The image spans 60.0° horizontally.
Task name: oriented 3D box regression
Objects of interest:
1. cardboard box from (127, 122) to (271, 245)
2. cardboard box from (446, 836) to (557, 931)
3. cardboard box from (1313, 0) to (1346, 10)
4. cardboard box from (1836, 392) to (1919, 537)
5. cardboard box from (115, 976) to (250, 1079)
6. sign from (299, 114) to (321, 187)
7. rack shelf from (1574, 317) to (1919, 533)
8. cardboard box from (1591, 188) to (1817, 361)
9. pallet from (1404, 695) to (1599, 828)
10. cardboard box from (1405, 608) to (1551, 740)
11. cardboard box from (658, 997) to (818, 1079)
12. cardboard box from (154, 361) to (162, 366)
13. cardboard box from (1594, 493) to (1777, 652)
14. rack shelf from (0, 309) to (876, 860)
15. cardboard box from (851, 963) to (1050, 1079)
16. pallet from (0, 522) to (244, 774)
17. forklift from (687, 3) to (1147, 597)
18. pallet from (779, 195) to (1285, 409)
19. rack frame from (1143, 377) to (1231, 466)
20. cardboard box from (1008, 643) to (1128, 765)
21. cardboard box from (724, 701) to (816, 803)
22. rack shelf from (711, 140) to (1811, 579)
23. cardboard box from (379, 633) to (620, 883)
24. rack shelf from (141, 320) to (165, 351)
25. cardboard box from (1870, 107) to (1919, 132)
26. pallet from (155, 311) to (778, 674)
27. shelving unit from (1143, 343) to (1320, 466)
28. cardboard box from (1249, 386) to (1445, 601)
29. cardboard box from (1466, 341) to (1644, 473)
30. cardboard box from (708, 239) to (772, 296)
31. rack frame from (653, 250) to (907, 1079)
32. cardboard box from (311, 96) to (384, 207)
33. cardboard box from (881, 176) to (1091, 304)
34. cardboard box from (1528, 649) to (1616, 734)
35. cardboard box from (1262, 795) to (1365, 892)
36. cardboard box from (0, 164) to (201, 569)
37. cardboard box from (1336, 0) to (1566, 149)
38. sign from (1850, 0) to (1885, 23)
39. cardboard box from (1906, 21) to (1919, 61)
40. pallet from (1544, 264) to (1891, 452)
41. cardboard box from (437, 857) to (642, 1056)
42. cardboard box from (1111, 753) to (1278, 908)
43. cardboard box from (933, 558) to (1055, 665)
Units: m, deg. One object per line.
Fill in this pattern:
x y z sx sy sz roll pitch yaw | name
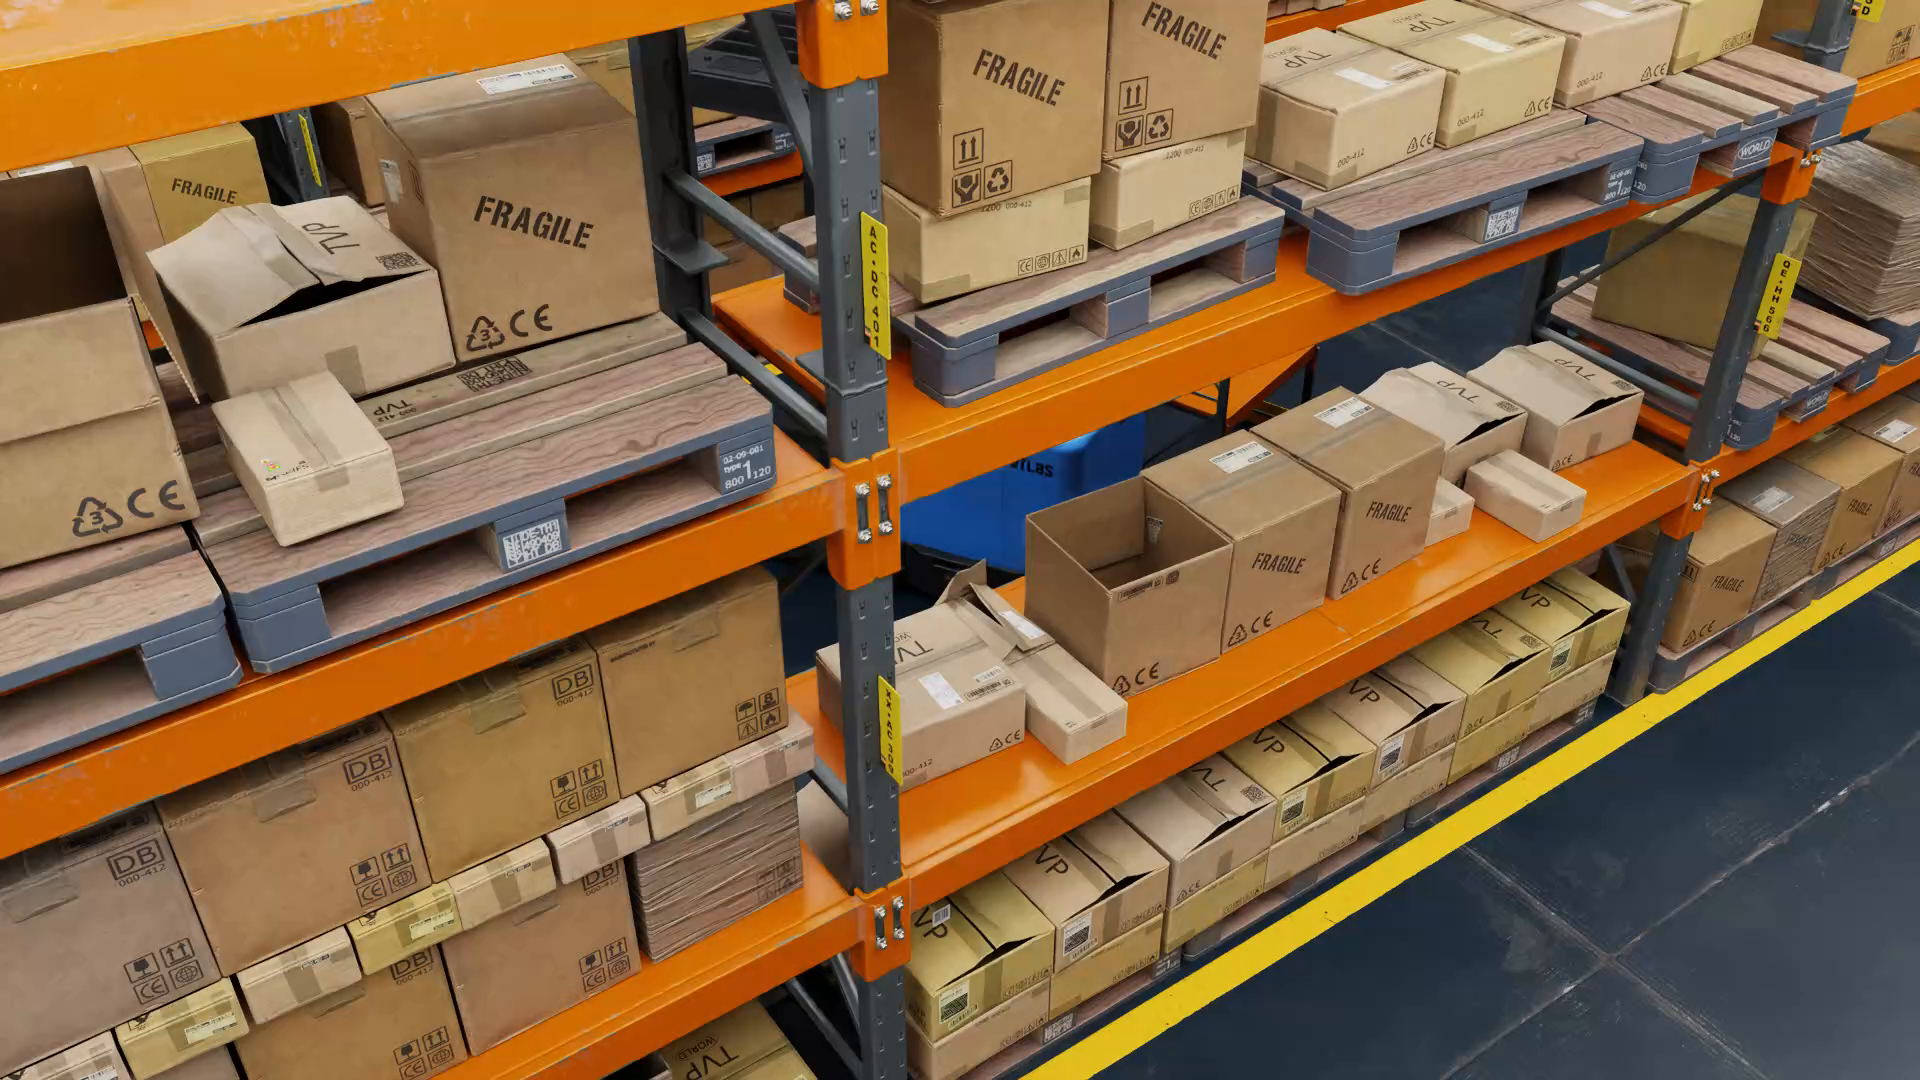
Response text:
-3.573 -1.674 7.792 0.500 0.500 0.500 -22 41 -28 | cardboard box
-1.236 0.784 4.264 0.250 0.149 0.380 -22 41 -28 | cardboard box
2.449 -3.799 11.474 0.250 0.149 0.380 -22 41 -28 | cardboard box
4.560 -0.415 8.336 0.500 0.500 0.500 -24 42 -29 | cardboard box
-1.861 1.040 3.906 0.250 0.149 0.380 -21 41 -26 | cardboard box
-3.046 -1.824 7.790 0.005 0.325 0.100 -22 41 -28 | sign
4.397 -1.093 8.130 4.000 0.370 1.077 -22 41 -28 | rack shelf
3.212 -1.189 7.202 0.700 0.500 0.500 23 41 28 | cardboard box
2.067 0.678 7.439 1.213 0.211 1.003 -22 41 -28 | pallet
2.055 0.478 6.845 0.500 0.311 0.500 -23 42 -29 | cardboard box
-0.761 1.840 5.432 0.500 0.250 0.500 -22 41 -28 | cardboard box
-4.190 -0.525 8.488 0.500 0.500 0.500 -26 43 -31 | cardboard box
3.299 0.108 7.609 0.500 0.500 0.500 -21 41 -26 | cardboard box
-2.142 0.381 3.512 4.000 0.370 1.077 -22 41 -28 | rack shelf
-0.035 1.562 5.818 0.500 0.250 0.500 -23 42 -29 | cardboard box
-2.186 0.159 3.280 1.213 0.211 1.003 -22 41 -28 | pallet
-0.624 -1.362 7.946 3.031 2.935 1.130 15 38 20 | forklift
0.206 -0.809 4.715 1.217 0.209 0.805 -24 42 -30 | pallet
1.115 -0.756 8.330 0.500 1.500 0.032 24 42 29 | rack frame
0.334 0.535 5.466 0.250 0.149 0.380 -22 41 -28 | cardboard box
-0.607 0.523 4.626 0.250 0.149 0.380 -22 41 -28 | cardboard box
1.127 -0.965 5.383 4.000 0.370 1.077 -22 41 -28 | rack shelf
-1.279 0.389 4.257 0.500 0.500 0.700 -22 41 -28 | cardboard box
-4.999 -0.765 7.674 4.000 0.370 1.077 -22 41 -28 | rack shelf
4.990 -1.954 8.266 0.500 0.500 0.700 -16 39 -21 | cardboard box
-1.190 -0.249 3.847 1.213 0.211 1.003 -22 41 -28 | pallet
1.424 -0.998 8.666 0.587 1.500 1.083 24 42 29 | shelving unit
1.400 -0.180 6.159 0.500 0.500 0.500 -25 42 -30 | cardboard box
2.439 -0.574 6.869 0.500 0.311 0.500 -20 40 -25 | cardboard box
-1.531 -1.673 10.085 0.500 0.500 0.700 -23 41 -28 | cardboard box
-0.508 0.634 5.113 0.127 3.000 1.000 -22 41 -28 | rack frame
-2.929 -2.104 8.457 0.500 0.500 0.700 -22 41 -28 | cardboard box
0.002 -0.896 4.441 0.500 0.250 0.500 -18 39 -23 | cardboard box
2.472 0.527 7.256 0.500 0.250 0.500 -21 41 -27 | cardboard box
1.222 1.044 6.537 0.500 0.250 0.500 -22 41 -27 | cardboard box
-1.926 -0.360 3.357 0.637 0.503 0.797 -18 39 -23 | cardboard box
1.531 -1.488 5.263 0.500 0.250 0.500 -23 42 -29 | cardboard box
3.075 -1.904 5.562 0.005 0.325 0.100 -22 41 -28 | sign
3.516 -2.305 6.544 0.500 0.500 0.910 -22 41 -28 | cardboard box
3.276 -0.895 7.404 1.003 0.211 1.213 -22 41 -28 | pallet
-1.294 0.926 4.622 0.500 0.500 0.700 -23 42 -28 | cardboard box
0.808 0.991 6.131 0.500 0.311 0.500 -24 42 -29 | cardboard box
0.105 0.305 5.686 0.258 0.266 0.396 -23 42 -29 | cardboard box
